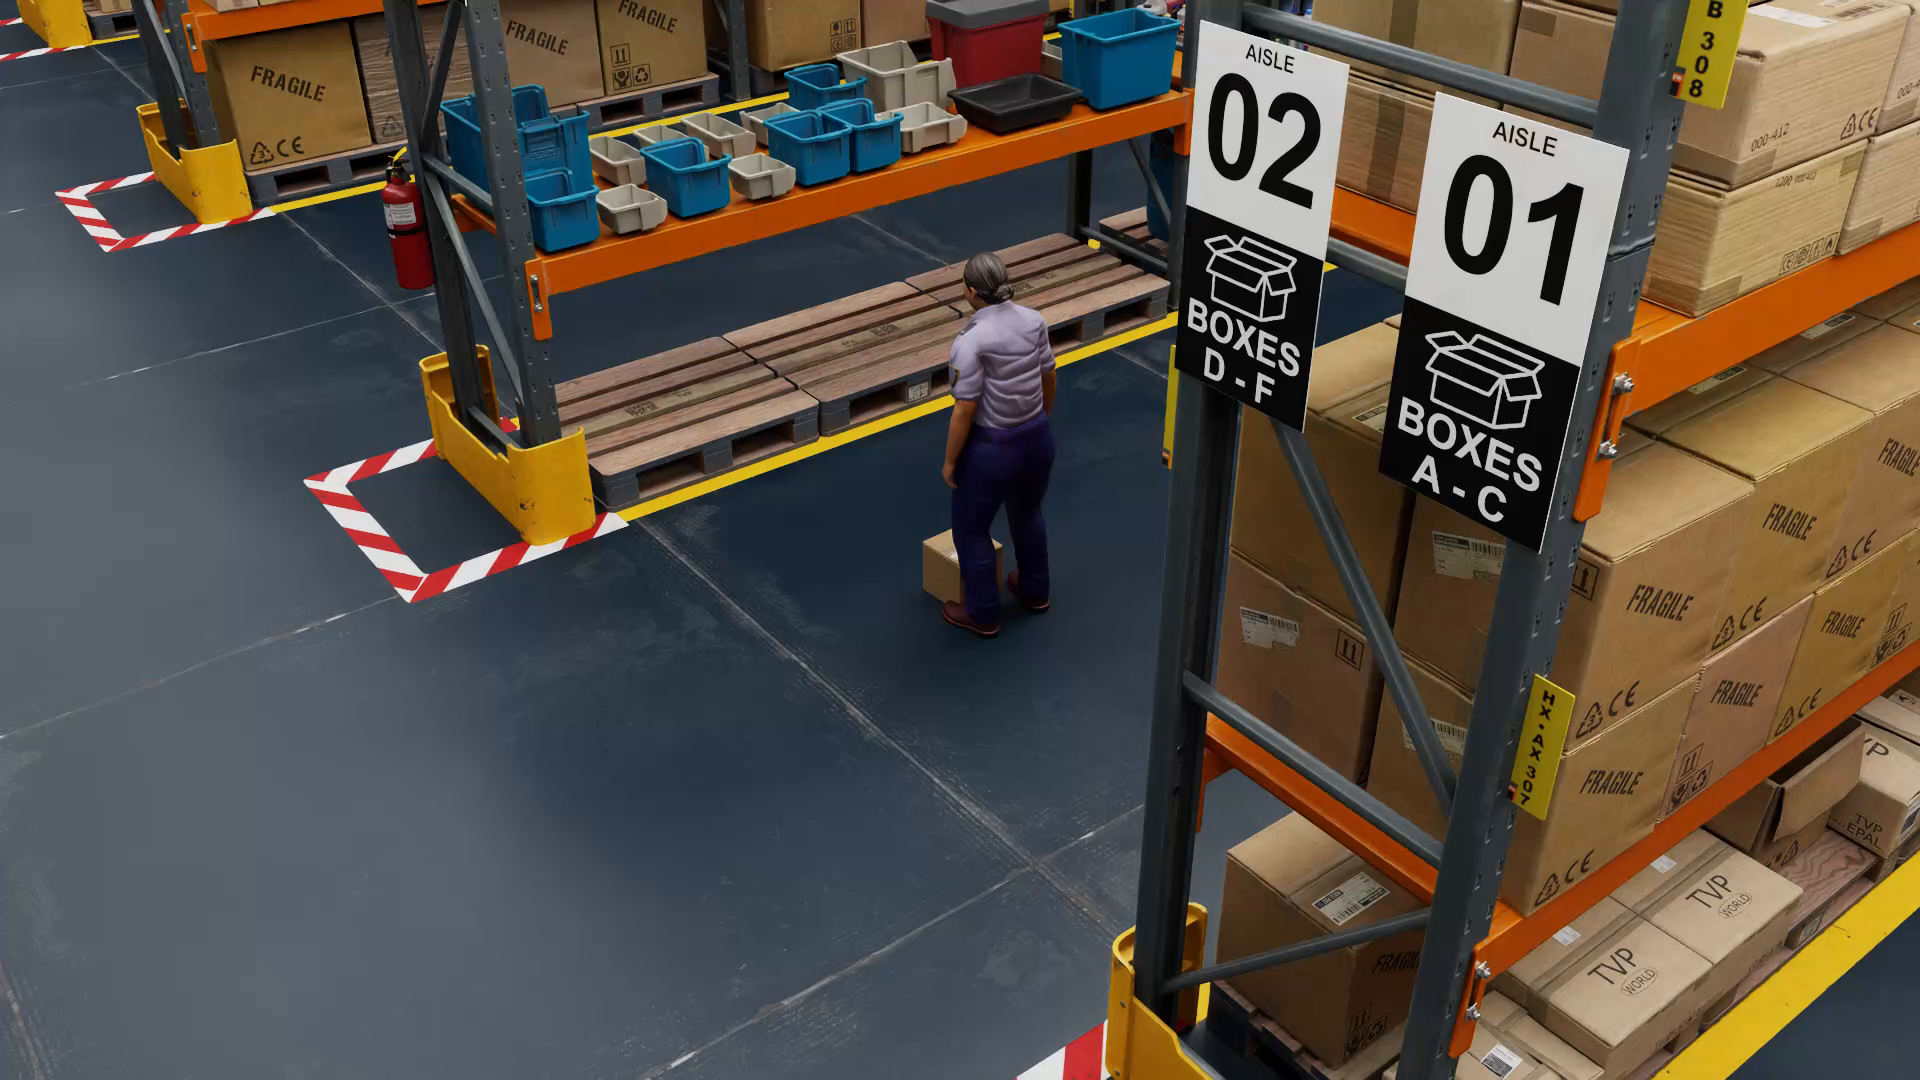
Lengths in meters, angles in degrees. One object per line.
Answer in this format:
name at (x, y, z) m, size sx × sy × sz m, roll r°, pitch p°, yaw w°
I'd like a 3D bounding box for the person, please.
person at (0.167, -0.375, 6.737) m, size 0.550 × 1.651 × 0.367 m, roll -23°, pitch 39°, yaw -32°
